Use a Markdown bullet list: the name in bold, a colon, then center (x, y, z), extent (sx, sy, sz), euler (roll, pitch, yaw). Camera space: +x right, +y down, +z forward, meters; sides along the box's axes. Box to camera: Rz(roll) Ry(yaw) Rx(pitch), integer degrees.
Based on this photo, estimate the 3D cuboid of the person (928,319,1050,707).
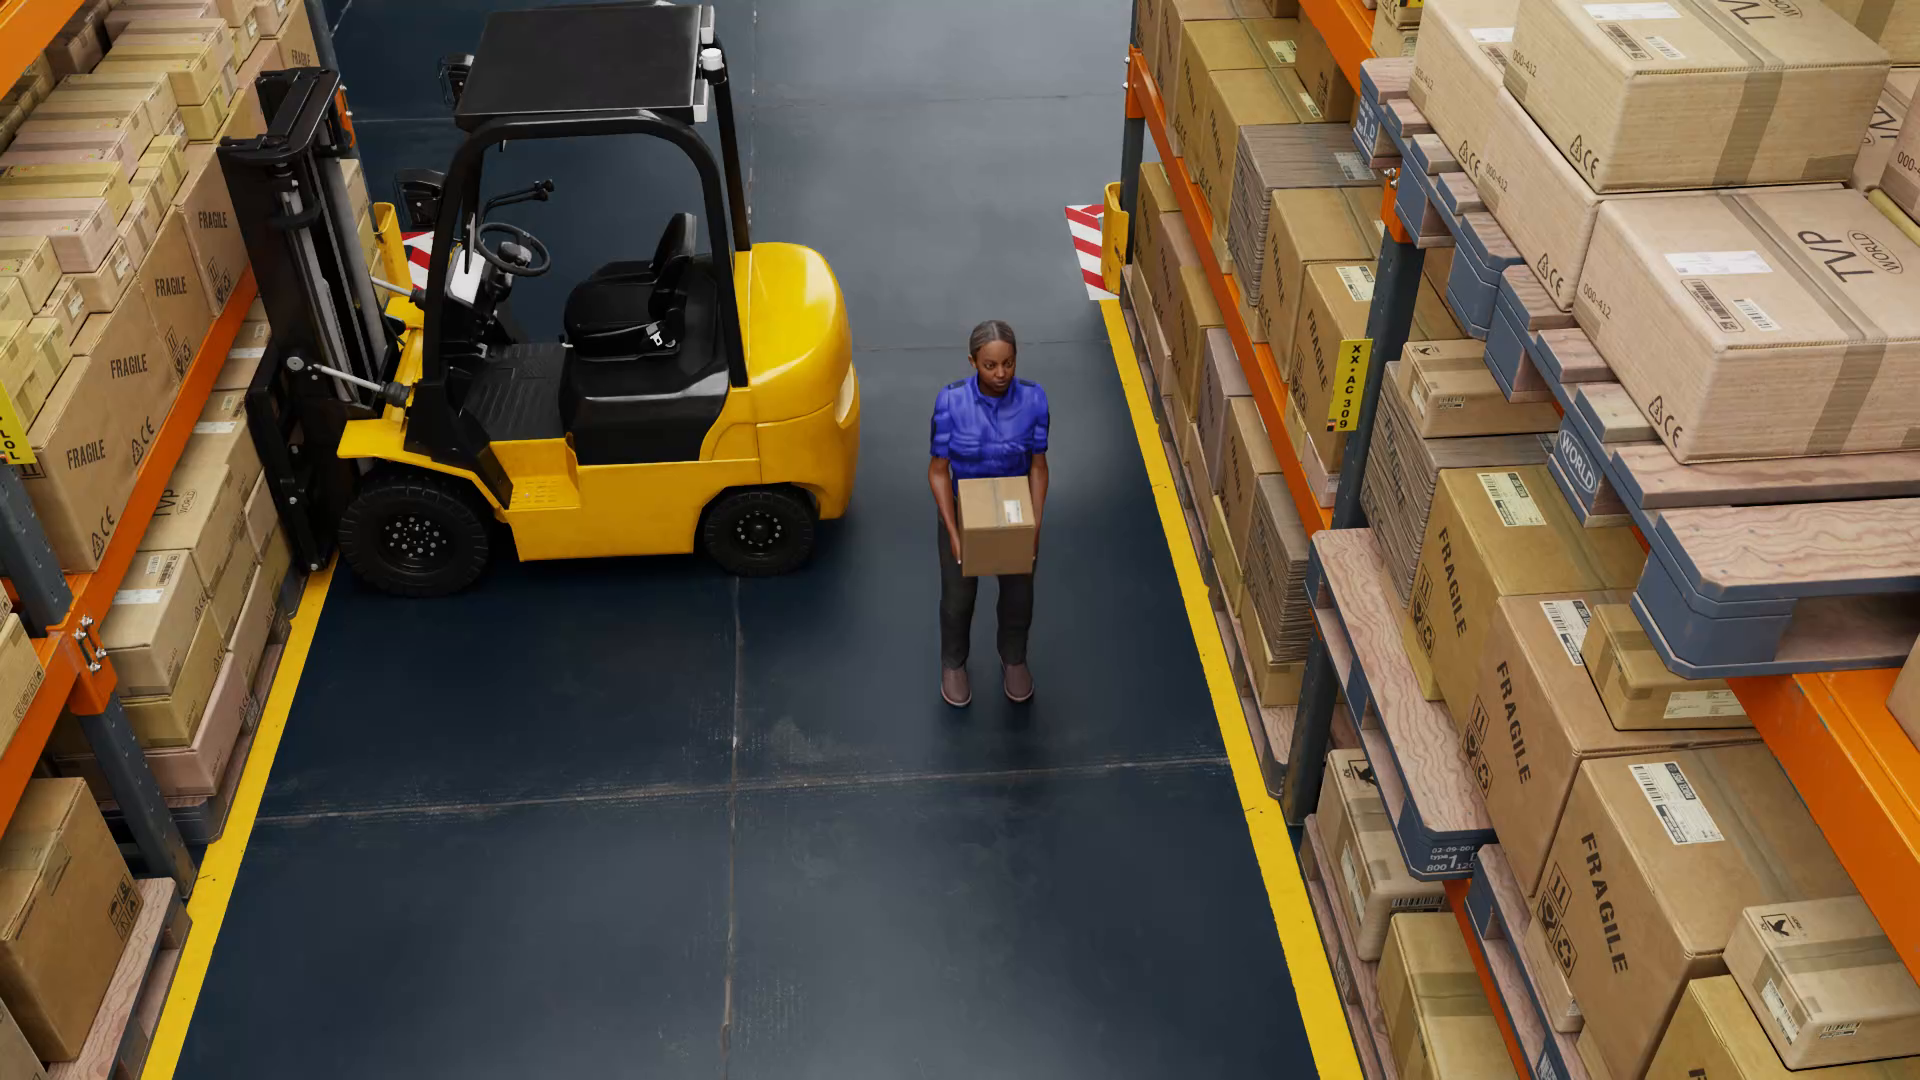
- **person**: center (0.110, -0.029, 6.203), extent (0.451, 1.649, 0.514), euler (-3, 39, -4)
